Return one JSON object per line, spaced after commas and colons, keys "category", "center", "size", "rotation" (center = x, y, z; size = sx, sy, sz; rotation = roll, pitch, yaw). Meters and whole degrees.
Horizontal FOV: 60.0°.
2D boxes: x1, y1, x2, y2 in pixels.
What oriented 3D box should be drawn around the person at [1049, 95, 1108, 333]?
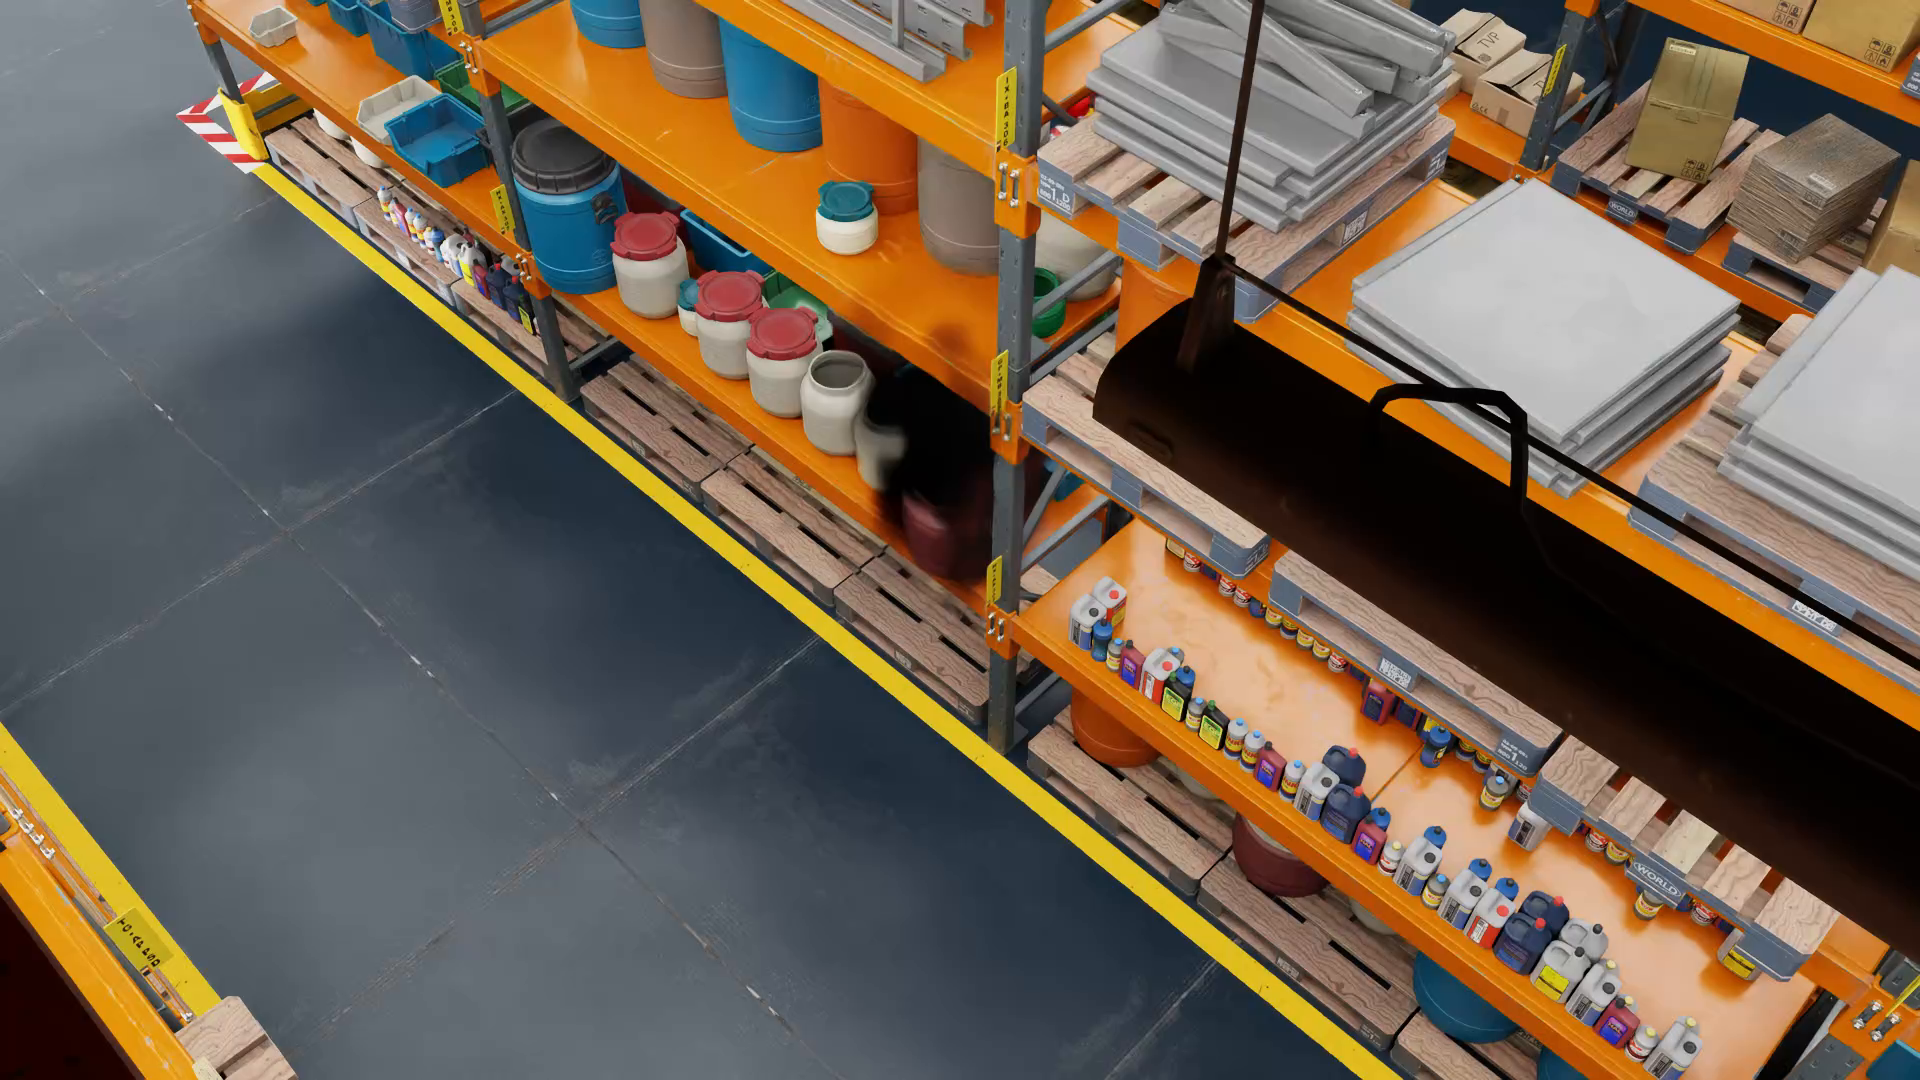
{"category": "person", "center": [0.663, -2.116, 10.607], "size": [0.872, 1.815, 0.634], "rotation": [37, 59, 27]}
